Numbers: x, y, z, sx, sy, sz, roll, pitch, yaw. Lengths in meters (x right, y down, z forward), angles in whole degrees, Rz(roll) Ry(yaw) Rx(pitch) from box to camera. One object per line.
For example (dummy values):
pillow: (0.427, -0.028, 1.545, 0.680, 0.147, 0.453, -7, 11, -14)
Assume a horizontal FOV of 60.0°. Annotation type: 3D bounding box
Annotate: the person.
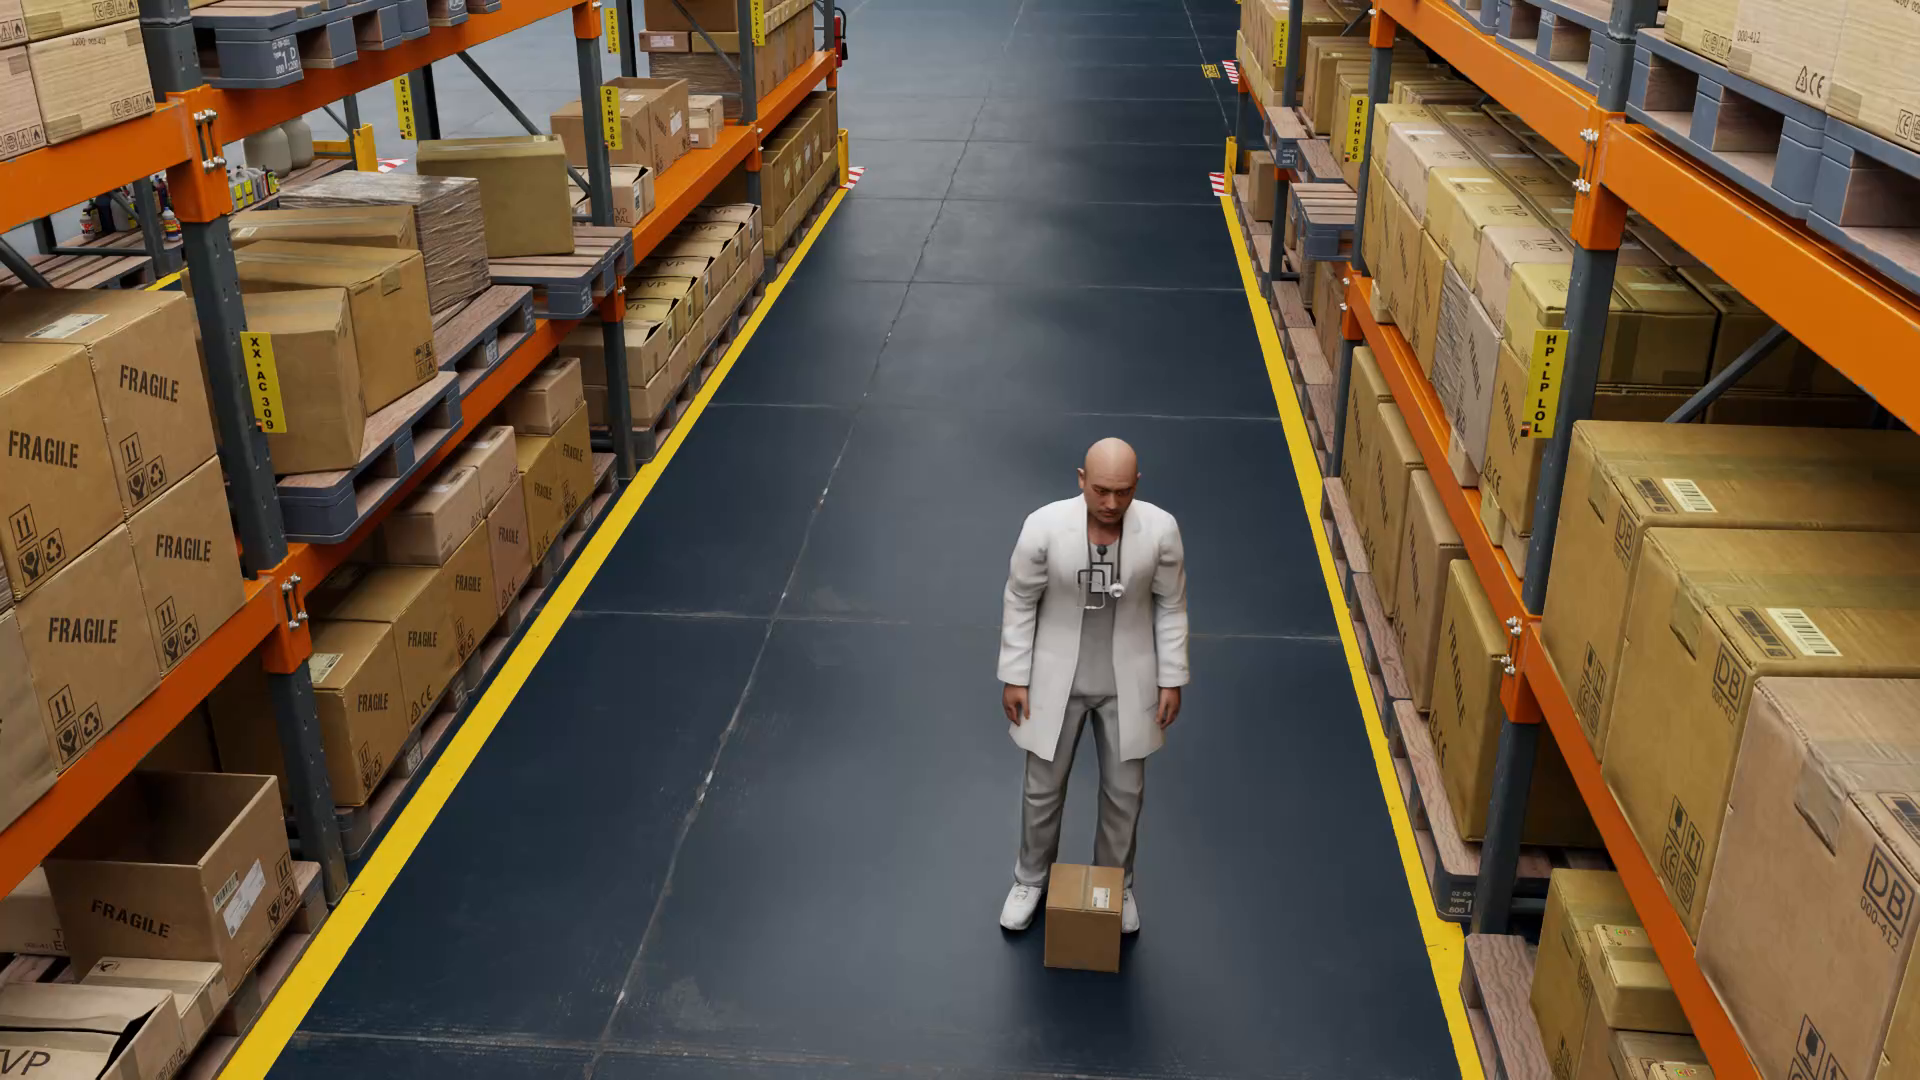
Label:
person: (0.445, 0.482, 5.551, 0.645, 1.772, 0.429, 0, 24, 1)
